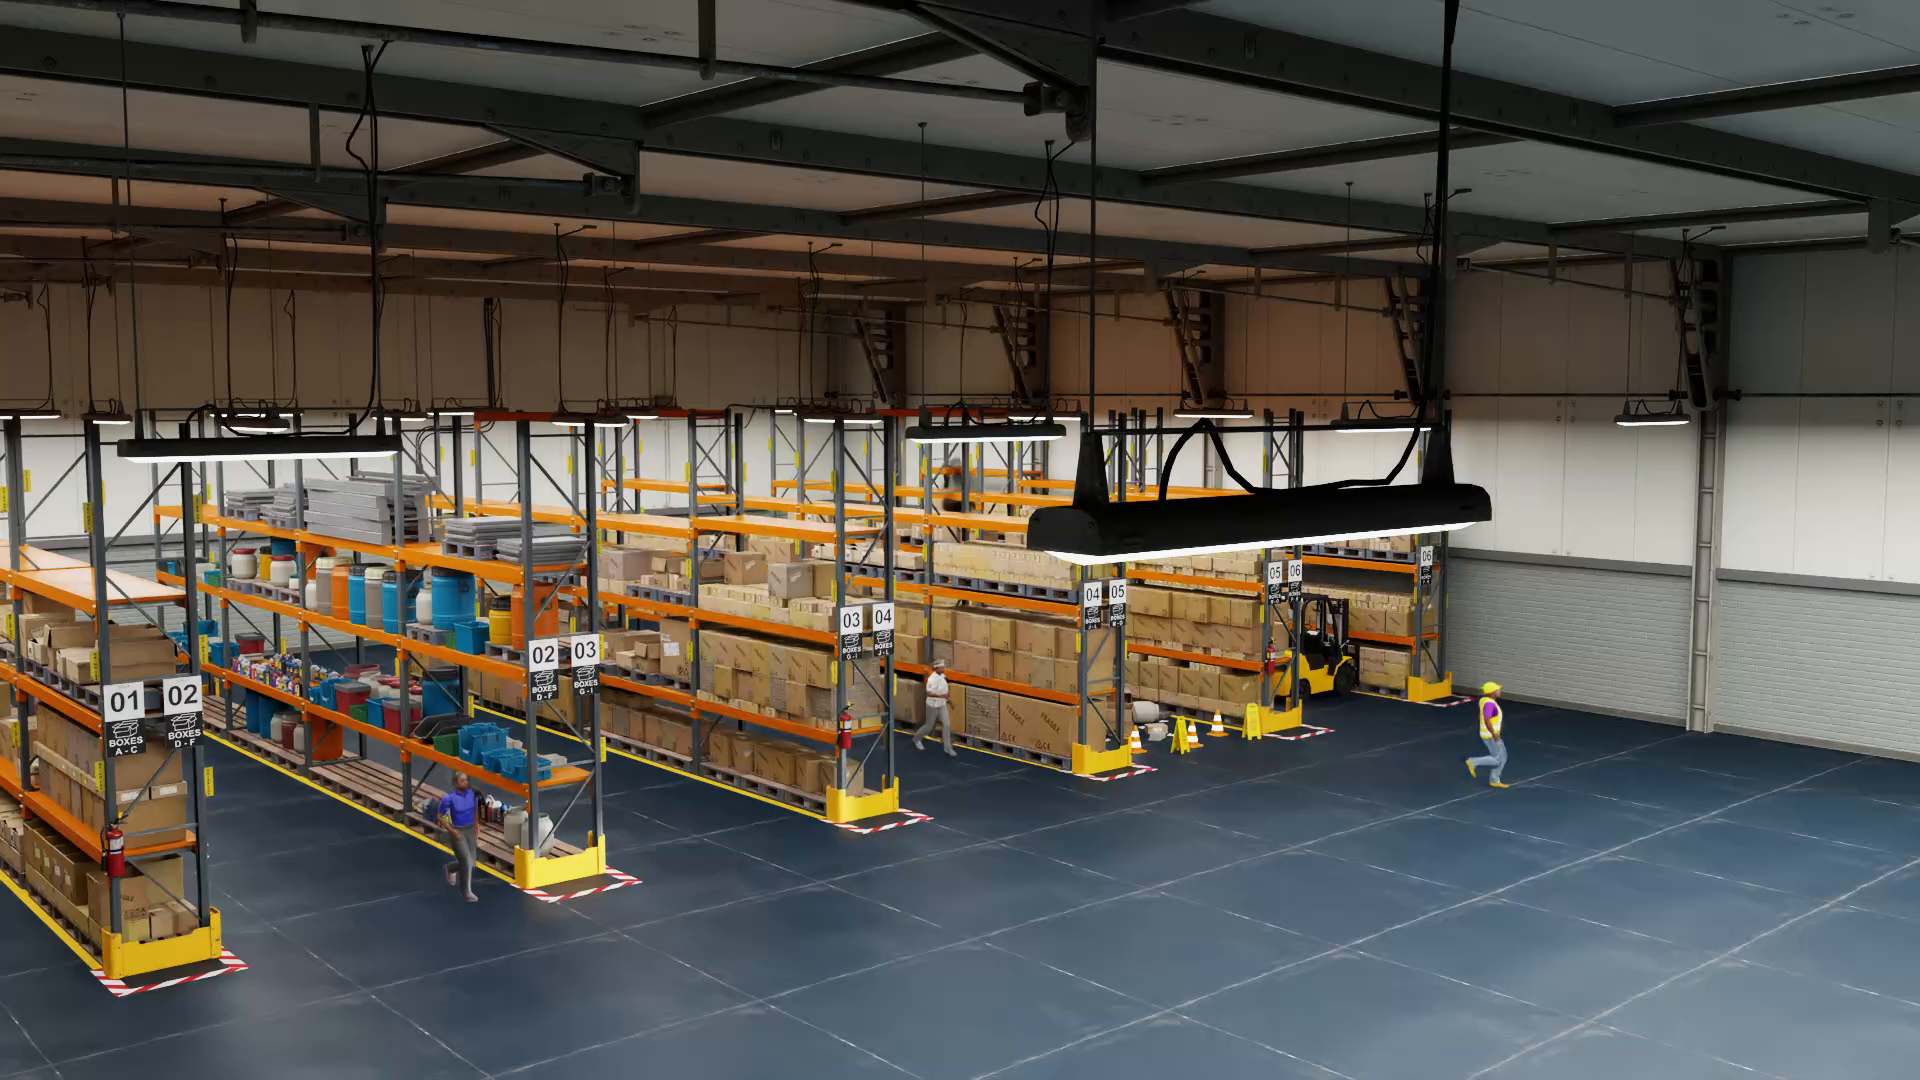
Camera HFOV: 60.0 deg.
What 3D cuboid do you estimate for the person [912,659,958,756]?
[{"bbox_3d":[-0.442,2.917,29.222,0.924,1.696,0.549,4,7,40],"label":"person"}]

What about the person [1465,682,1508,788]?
[{"bbox_3d":[8.494,3.138,26.772,0.702,1.713,0.701,1,5,10],"label":"person"}]

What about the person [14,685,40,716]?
[{"bbox_3d":[-17.551,2.770,31.125,0.953,1.626,0.599,3,6,32],"label":"person"}]

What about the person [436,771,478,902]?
[{"bbox_3d":[-6.320,3.707,20.906,0.646,1.614,0.579,4,6,36],"label":"person"}]
